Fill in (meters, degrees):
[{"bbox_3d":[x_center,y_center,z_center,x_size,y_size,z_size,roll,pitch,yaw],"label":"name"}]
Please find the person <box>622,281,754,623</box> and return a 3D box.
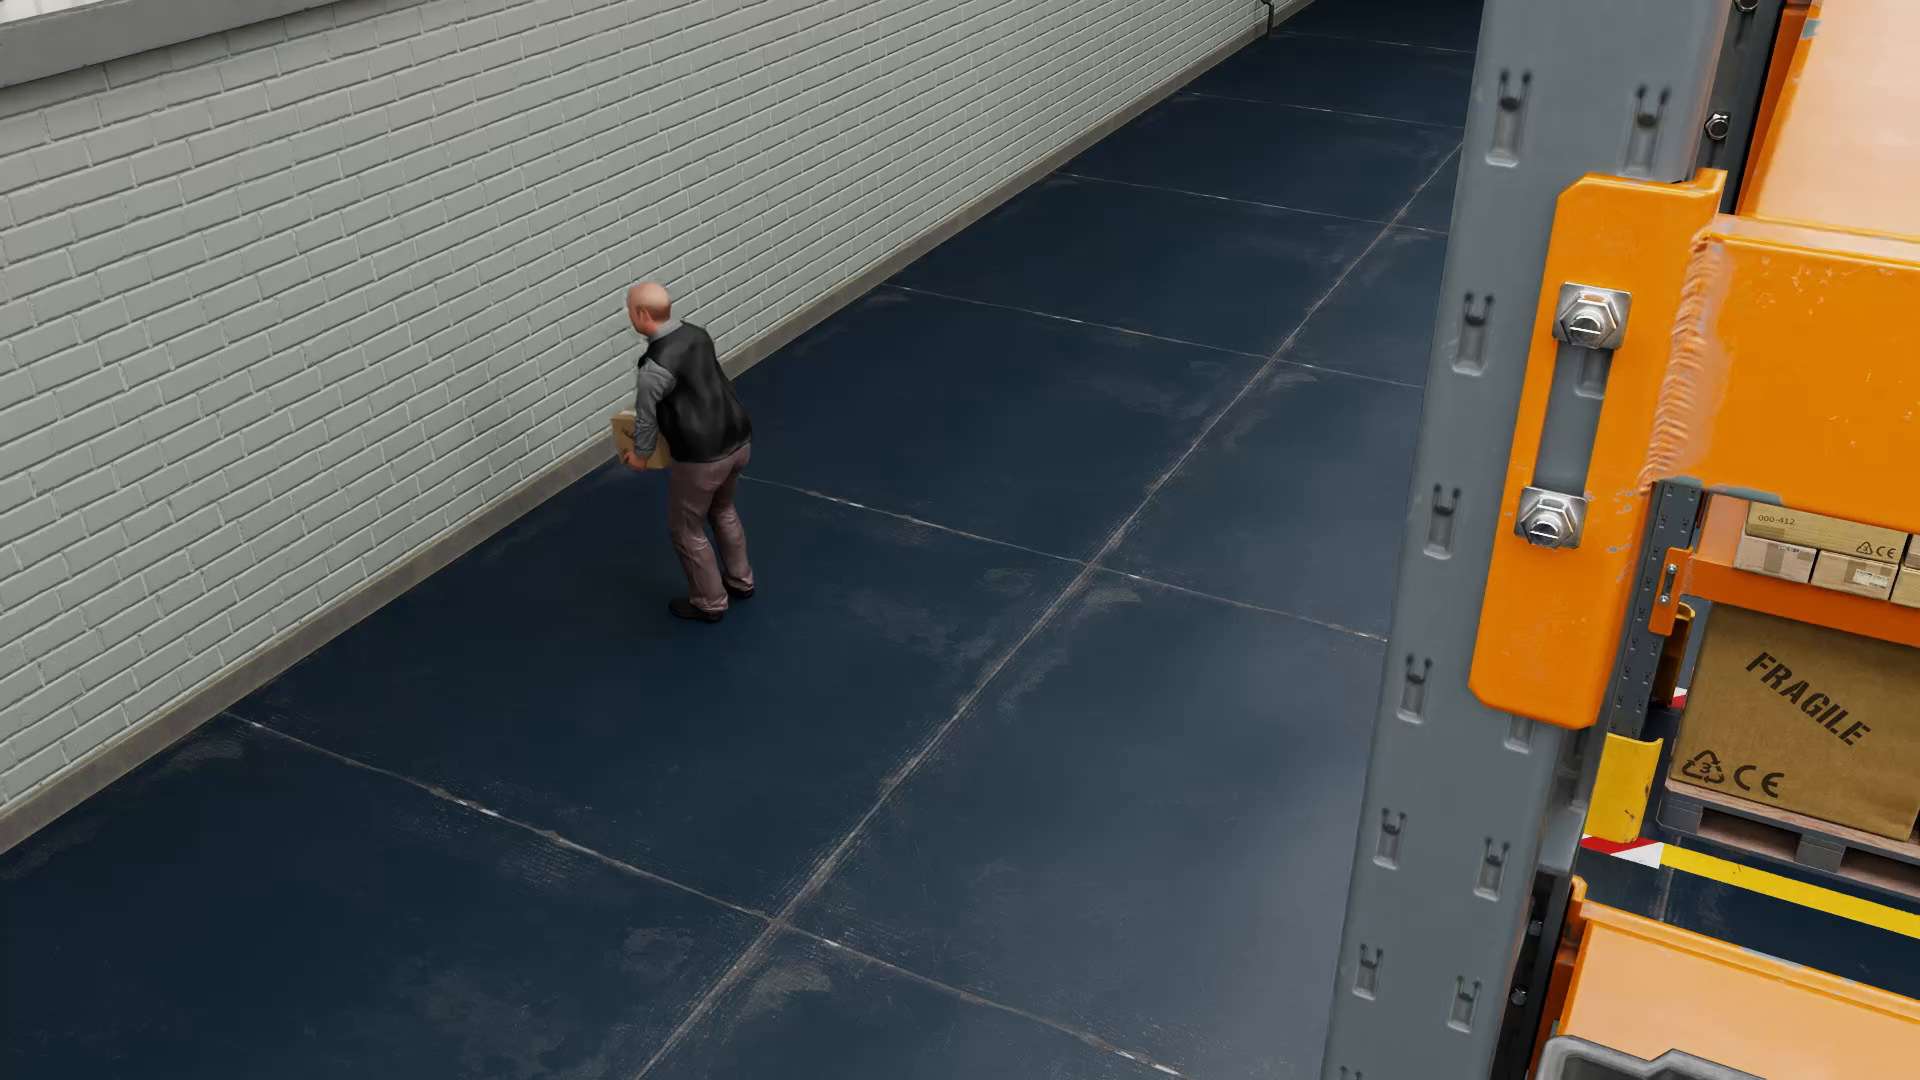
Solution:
[{"bbox_3d":[-1.304,-0.419,7.941,0.601,1.672,0.479,14,33,22],"label":"person"}]
